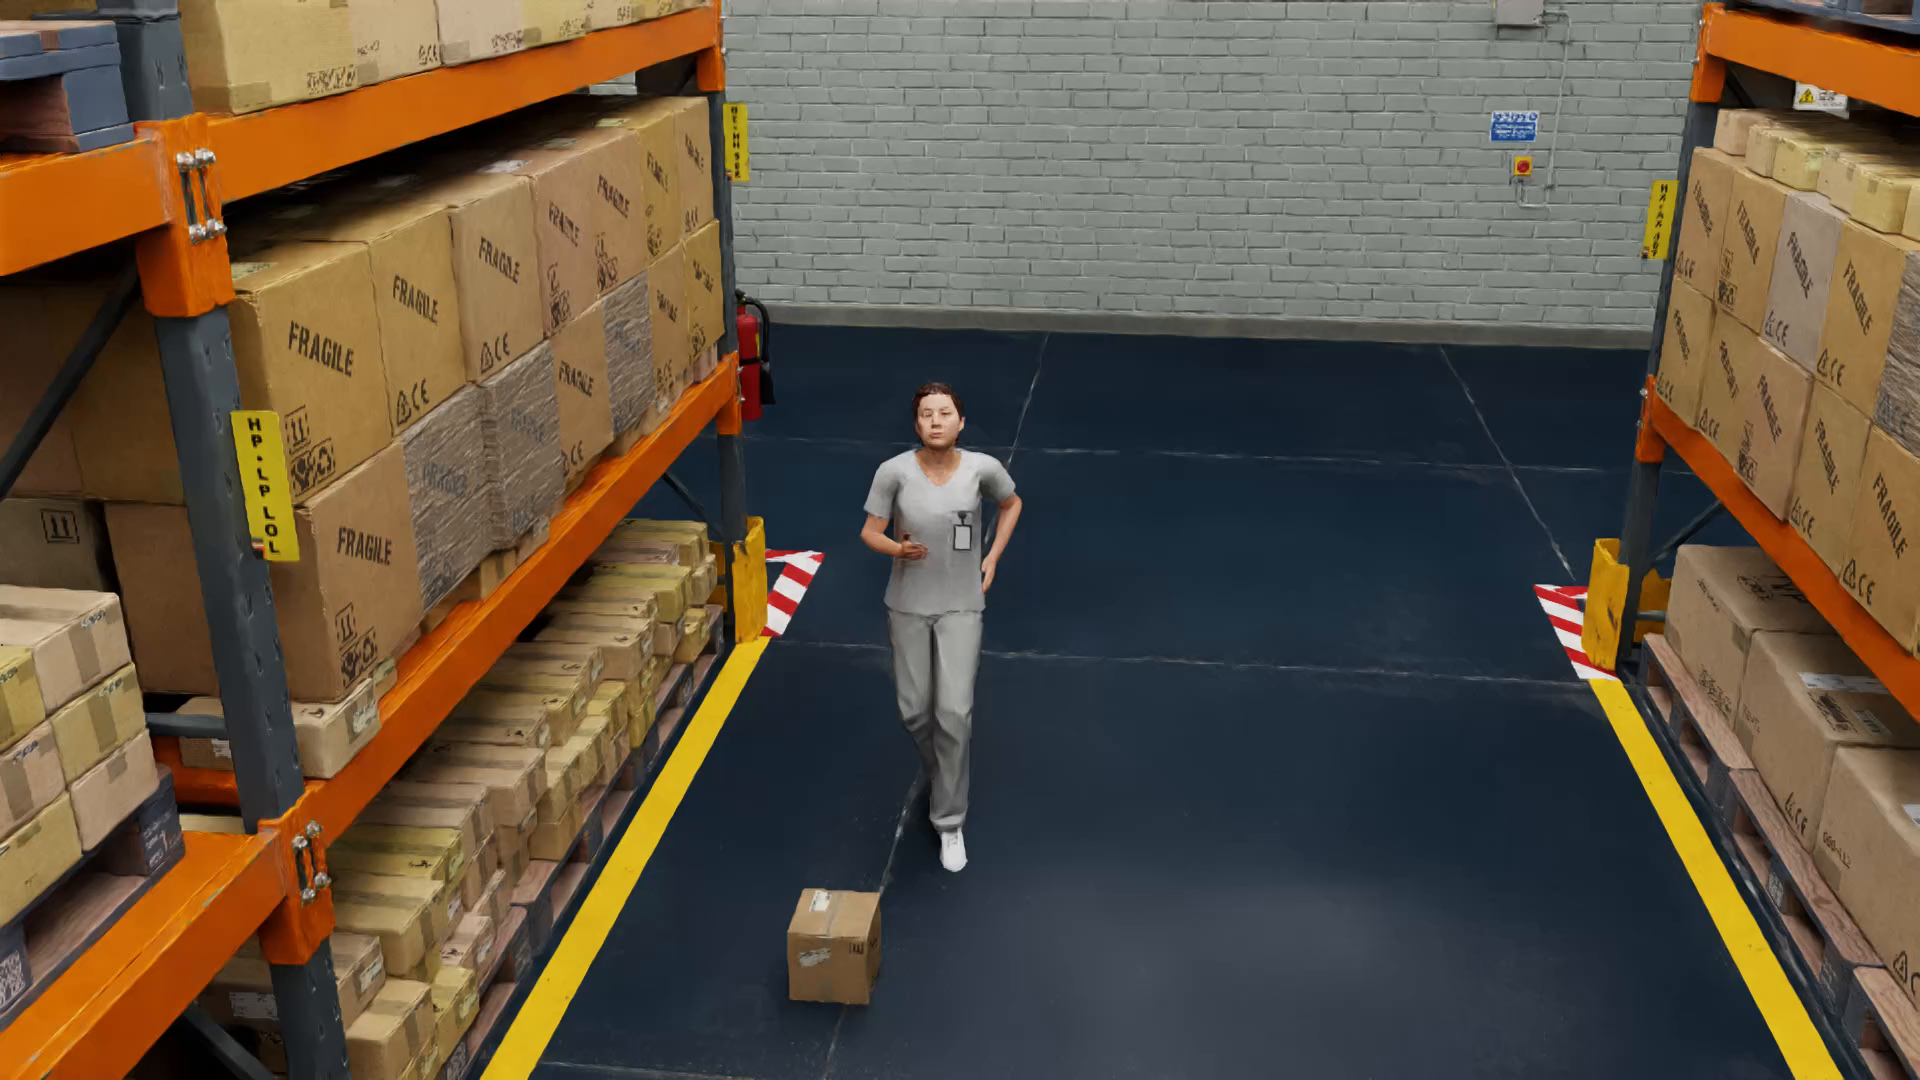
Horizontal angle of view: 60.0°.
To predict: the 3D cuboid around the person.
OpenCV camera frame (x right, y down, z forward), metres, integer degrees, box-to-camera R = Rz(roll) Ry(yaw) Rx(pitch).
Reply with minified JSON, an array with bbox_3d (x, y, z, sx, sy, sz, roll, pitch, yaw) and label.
[{"bbox_3d":[-0.088,0.281,5.919,0.544,1.663,0.700,3,21,8],"label":"person"}]
